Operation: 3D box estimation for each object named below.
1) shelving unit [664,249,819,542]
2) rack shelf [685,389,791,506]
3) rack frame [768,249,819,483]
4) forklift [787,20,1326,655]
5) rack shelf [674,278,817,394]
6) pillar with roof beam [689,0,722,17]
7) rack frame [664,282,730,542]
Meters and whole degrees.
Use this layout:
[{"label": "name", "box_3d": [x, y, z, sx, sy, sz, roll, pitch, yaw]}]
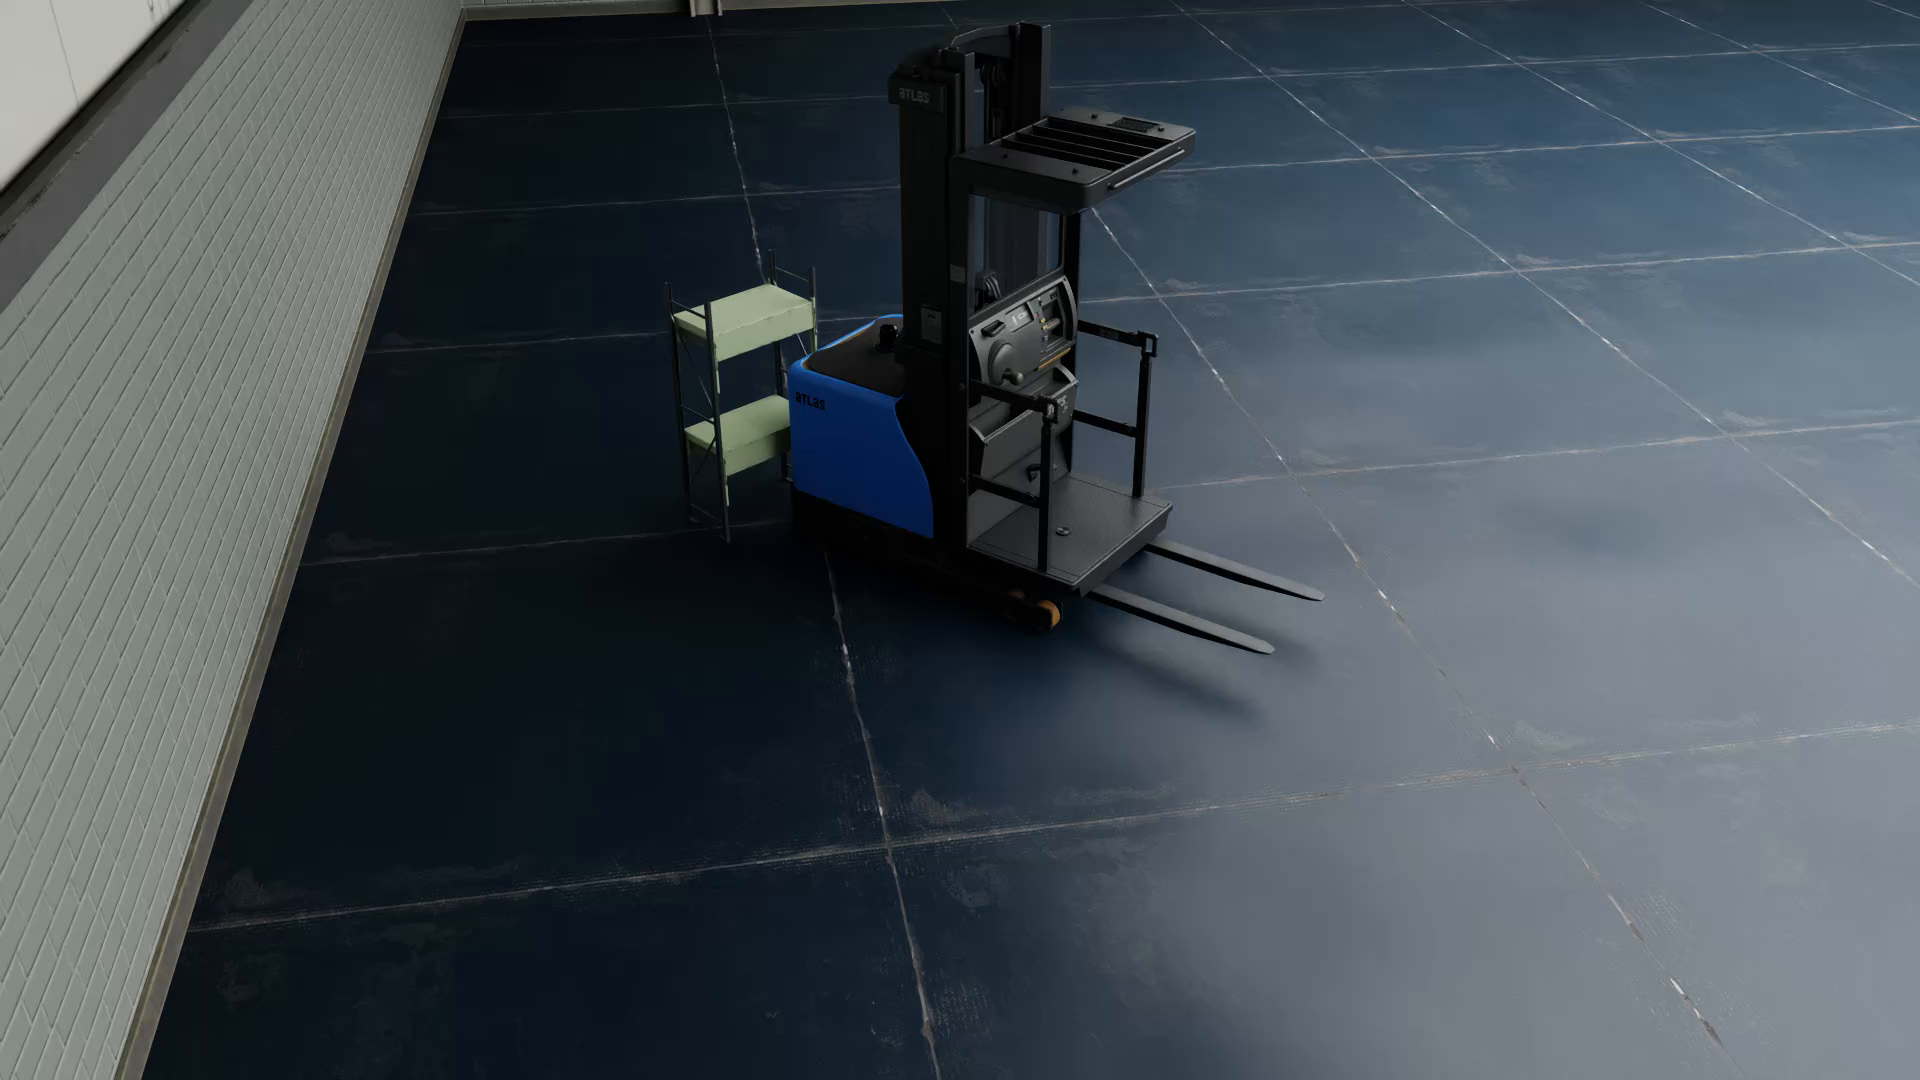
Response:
[{"label": "shelving unit", "box_3d": [-1.230, -0.837, 9.695, 0.755, 1.500, 0.431, -26, 39, -37]}, {"label": "rack shelf", "box_3d": [-1.230, -0.556, 9.860, 0.720, 0.370, 0.431, -26, 39, -37]}, {"label": "rack frame", "box_3d": [-0.968, -0.967, 9.914, 0.023, 1.500, 0.400, -26, 39, -37]}, {"label": "forklift", "box_3d": [0.511, -1.080, 8.695, 3.031, 2.935, 1.130, 20, 36, 30]}, {"label": "rack shelf", "box_3d": [-1.230, -1.174, 9.497, 0.720, 0.370, 0.431, -26, 39, -37]}, {"label": "pillar with roof beam", "box_3d": [-2.456, -8.433, 15.214, 0.400, 9.000, 9.100, -5, 31, -9]}, {"label": "rack frame", "box_3d": [-1.493, -0.708, 9.475, 0.023, 1.500, 0.400, -26, 39, -37]}]
